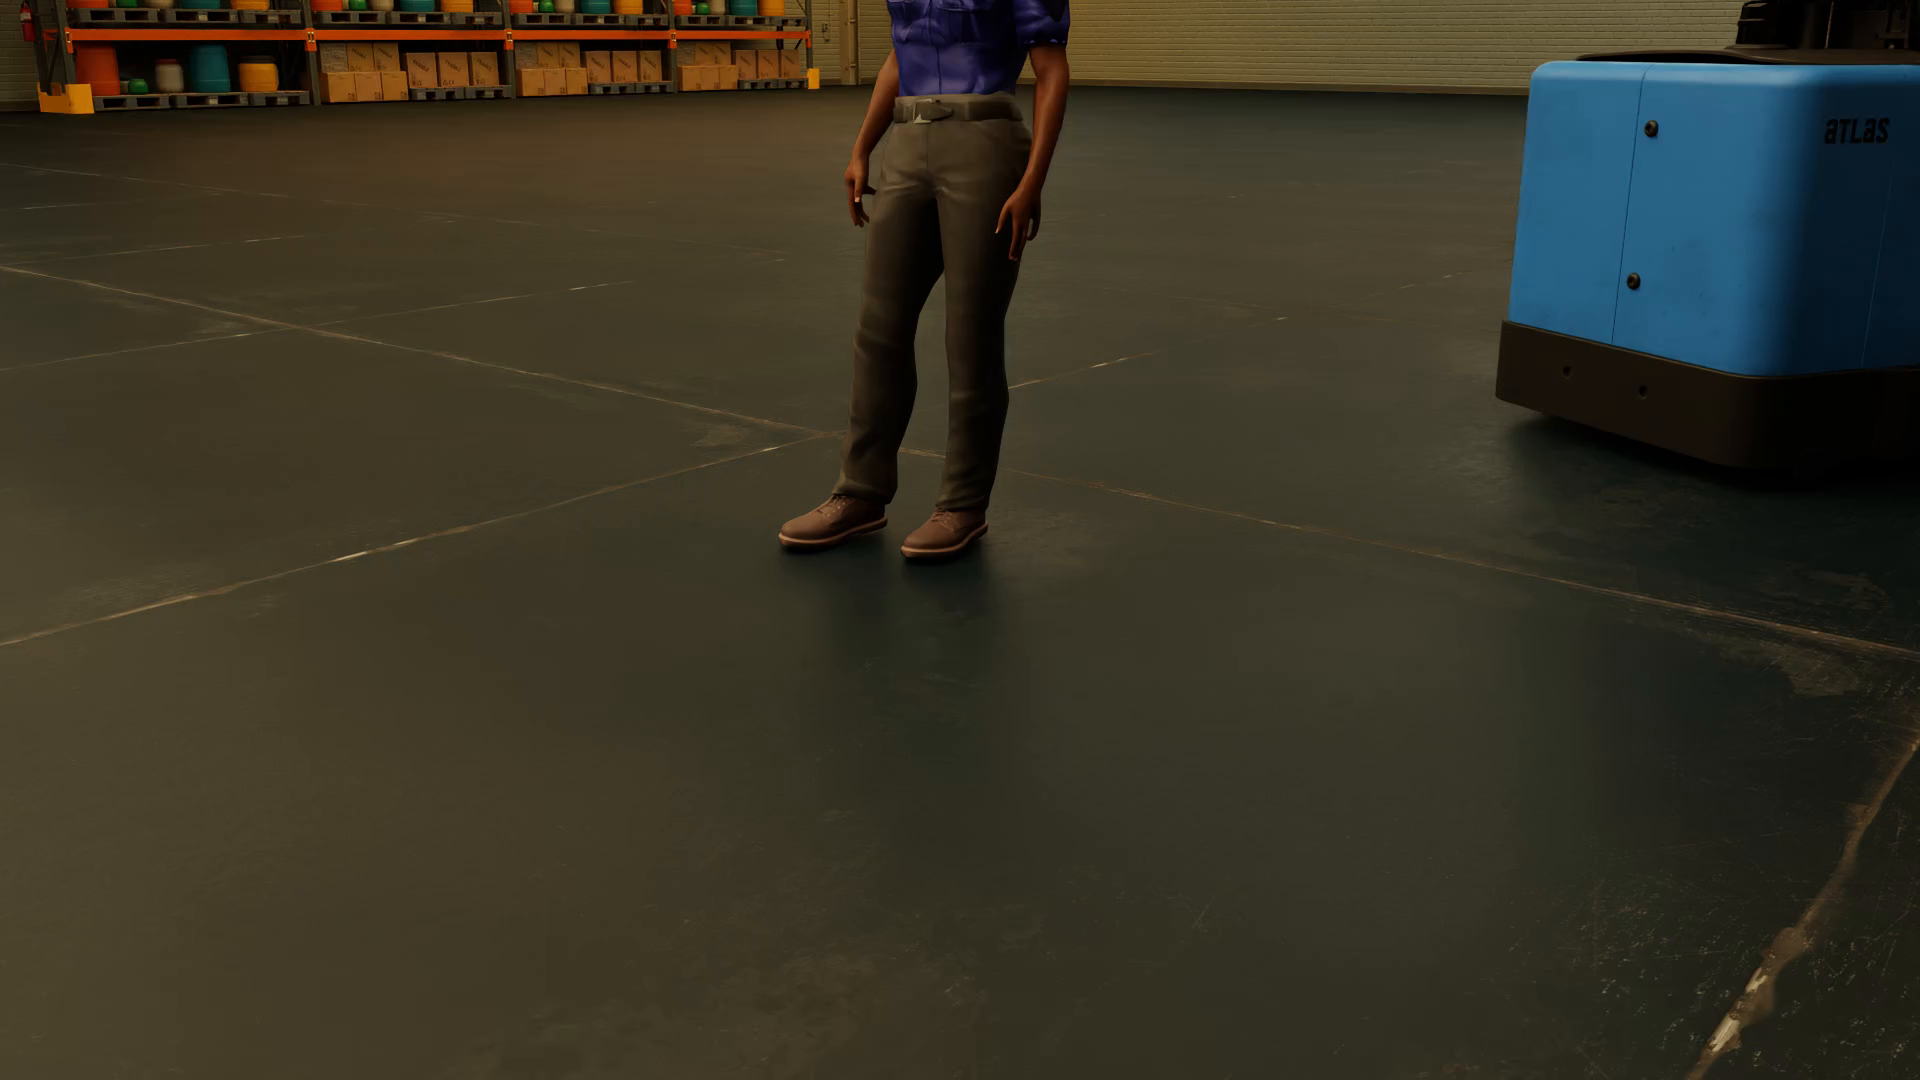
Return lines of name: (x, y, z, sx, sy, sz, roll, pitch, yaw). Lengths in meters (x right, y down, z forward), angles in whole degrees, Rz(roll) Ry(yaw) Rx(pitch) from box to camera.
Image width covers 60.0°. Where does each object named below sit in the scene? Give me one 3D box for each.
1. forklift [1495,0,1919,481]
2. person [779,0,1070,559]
forklift: (3.229, -1.807, 4.849, 3.031, 2.935, 1.130, -6, 18, -20)
person: (-0.071, -0.782, 3.647, 0.569, 1.654, 0.504, 13, 21, 37)
